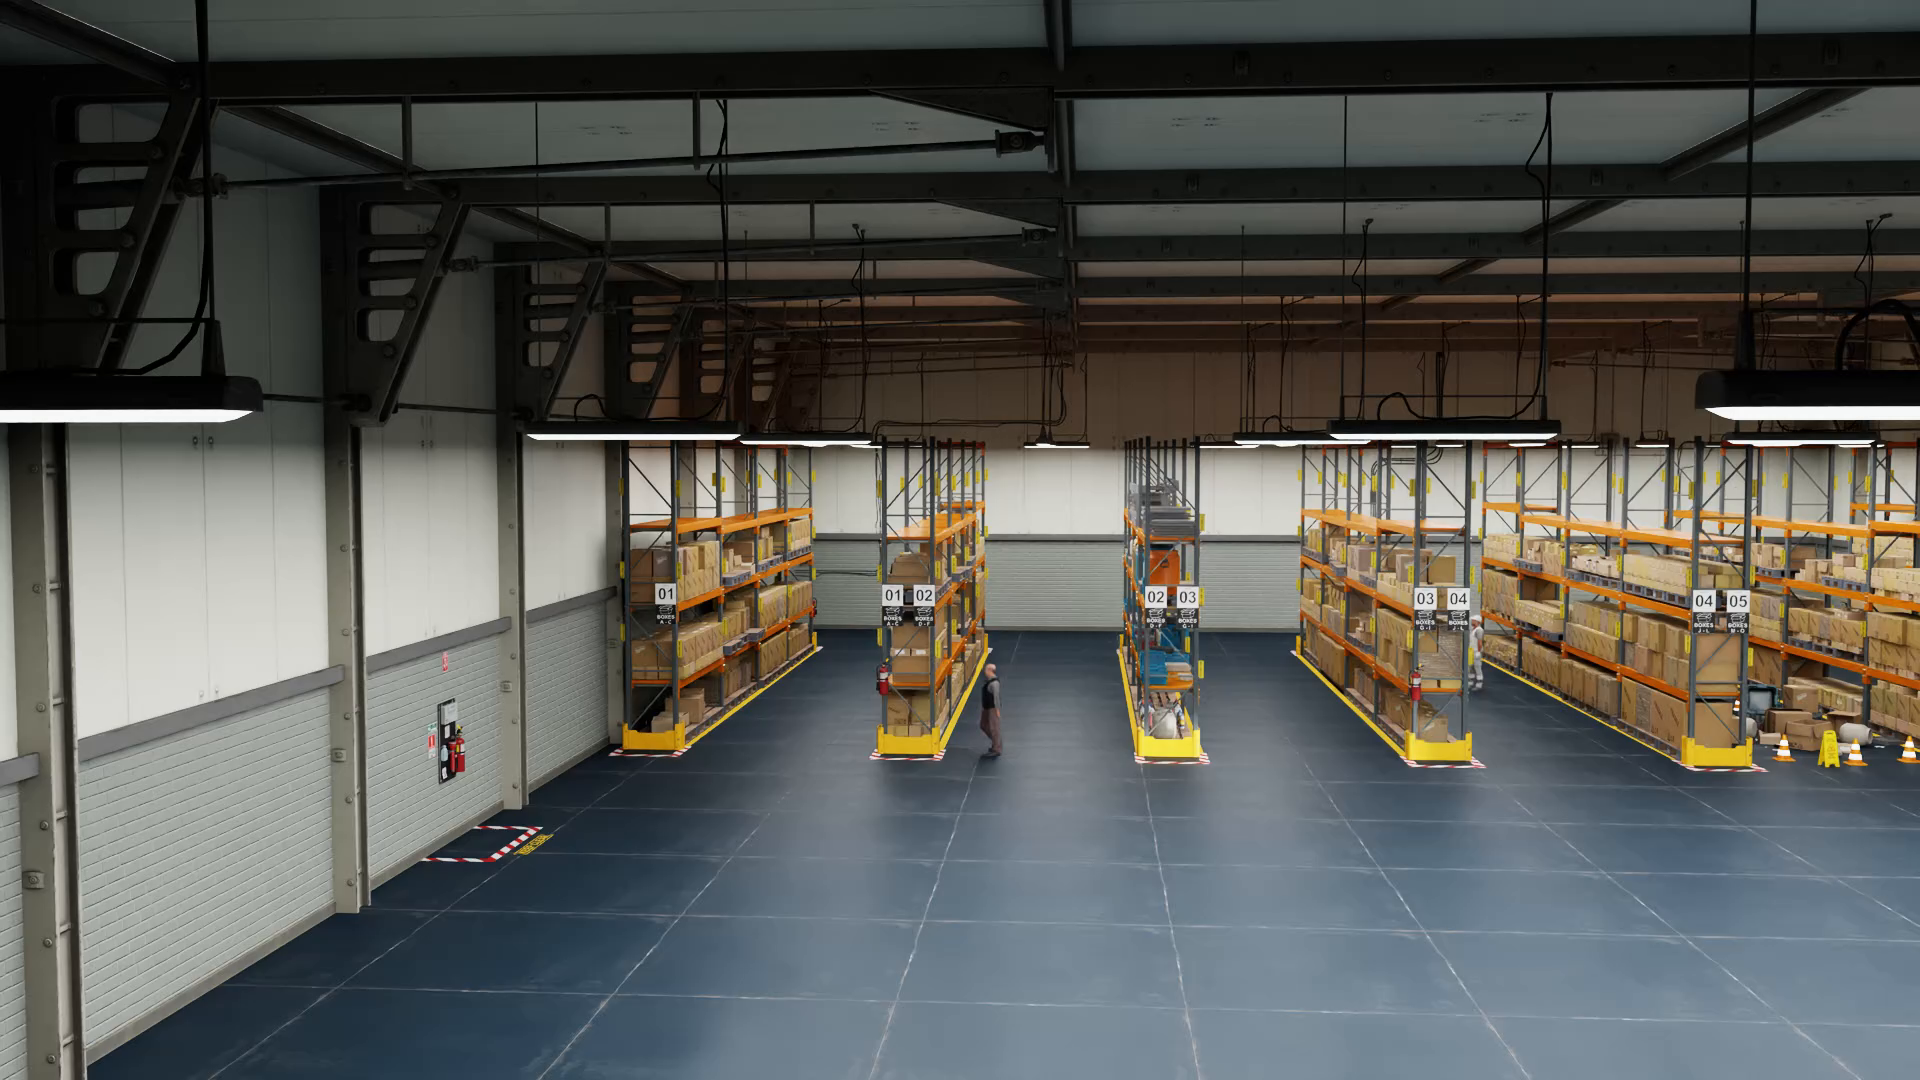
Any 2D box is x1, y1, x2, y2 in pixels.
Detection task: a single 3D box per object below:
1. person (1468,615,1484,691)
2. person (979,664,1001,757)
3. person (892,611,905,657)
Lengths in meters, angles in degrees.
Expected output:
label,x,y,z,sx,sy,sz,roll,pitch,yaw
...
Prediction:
label,x,y,z,sx,sy,sz,roll,pitch,yaw
person,12.329,2.688,39.838,0.401,1.797,0.591,-1,3,-17
person,0.612,3.175,31.259,0.477,1.727,0.605,-1,3,-24
person,-1.630,2.452,45.523,0.502,1.648,0.476,3,4,39
